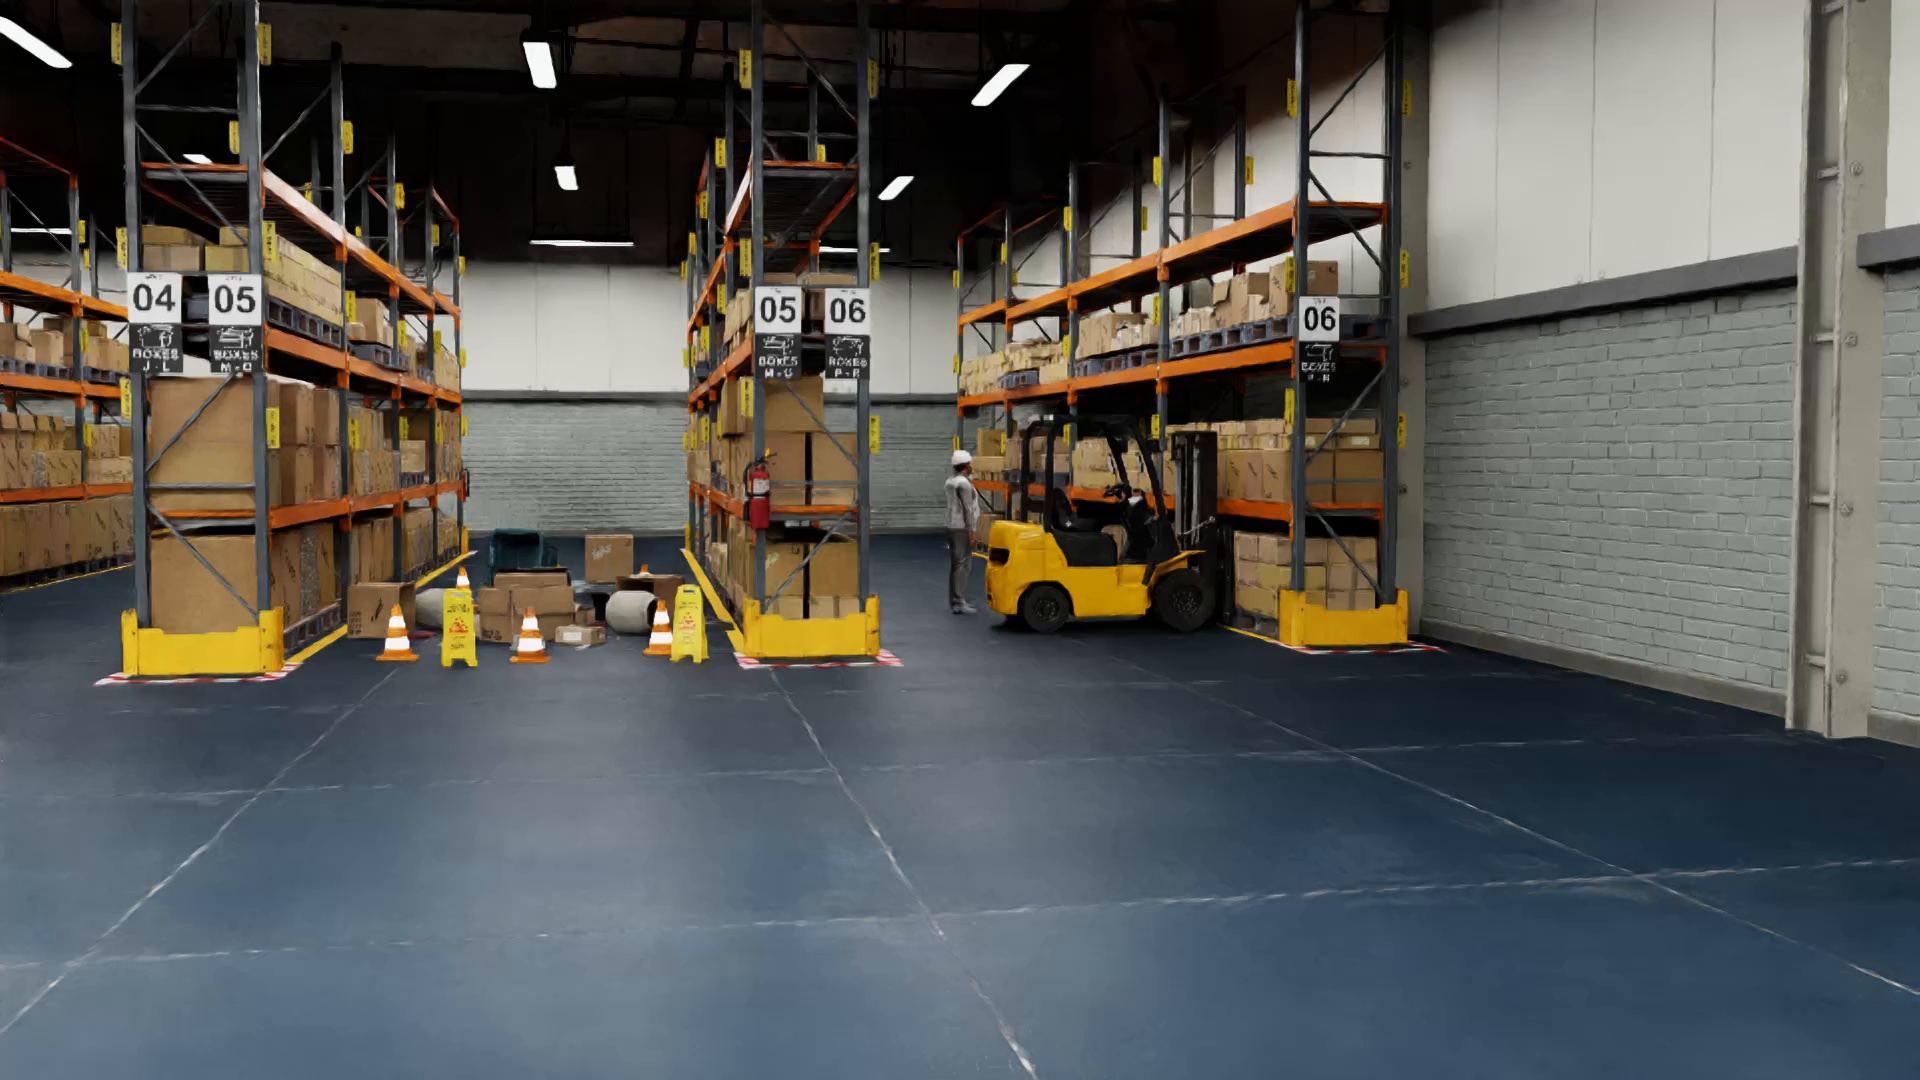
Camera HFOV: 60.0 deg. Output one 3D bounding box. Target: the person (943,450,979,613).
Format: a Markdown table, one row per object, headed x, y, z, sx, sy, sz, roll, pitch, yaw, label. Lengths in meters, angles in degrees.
| x | y | z | sx | sy | sz | roll | pitch | yaw | label |
| --- | --- | --- | --- | --- | --- | --- | --- | --- | --- |
| 0.037 | -0.103 | 18.312 | 0.385 | 1.784 | 0.591 | -1 | 3 | -18 | person |
